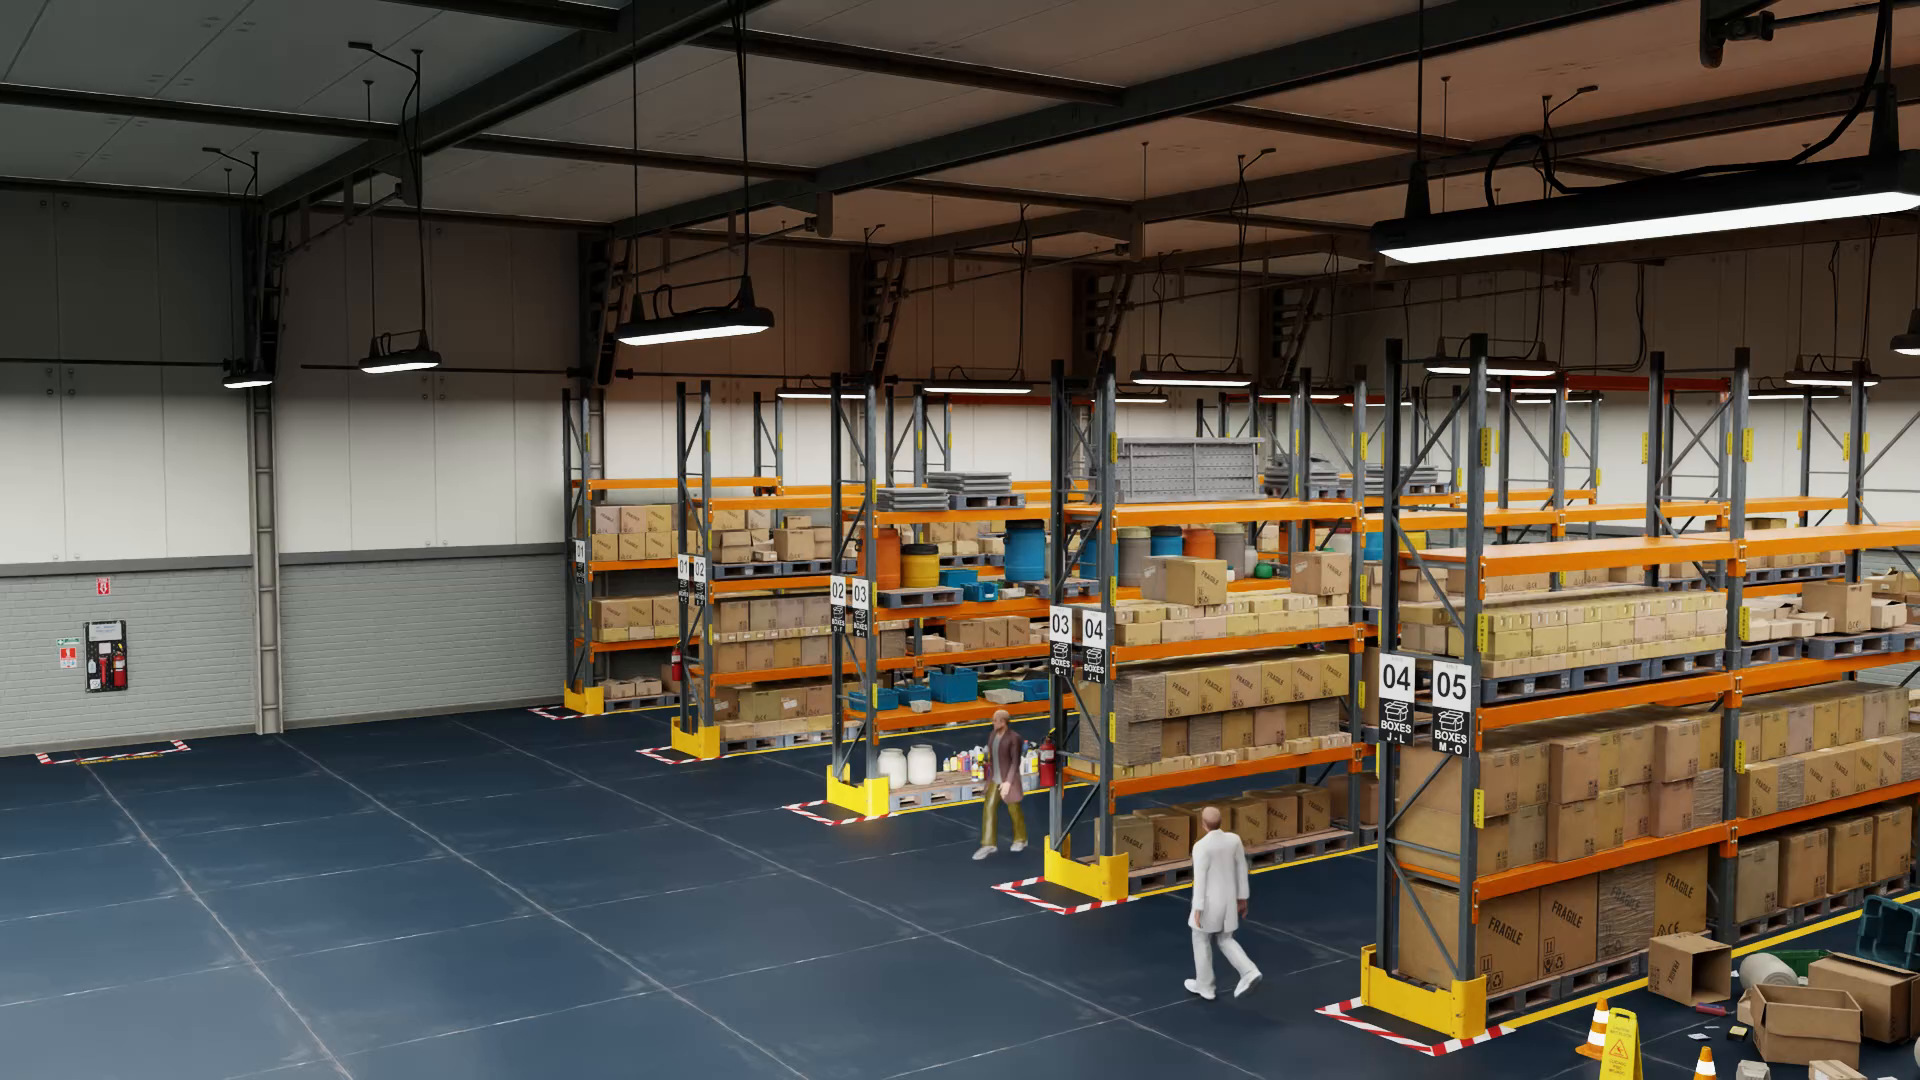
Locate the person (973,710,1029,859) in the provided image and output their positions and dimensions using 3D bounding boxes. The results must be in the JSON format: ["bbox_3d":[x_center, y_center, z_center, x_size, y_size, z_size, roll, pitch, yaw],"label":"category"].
[{"bbox_3d":[0.512,2.970,20.370,0.611,1.792,0.836,3,5,42],"label":"person"}]

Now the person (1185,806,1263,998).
[{"bbox_3d":[2.380,3.306,15.086,0.593,1.758,0.839,-2,4,-30],"label":"person"}]
